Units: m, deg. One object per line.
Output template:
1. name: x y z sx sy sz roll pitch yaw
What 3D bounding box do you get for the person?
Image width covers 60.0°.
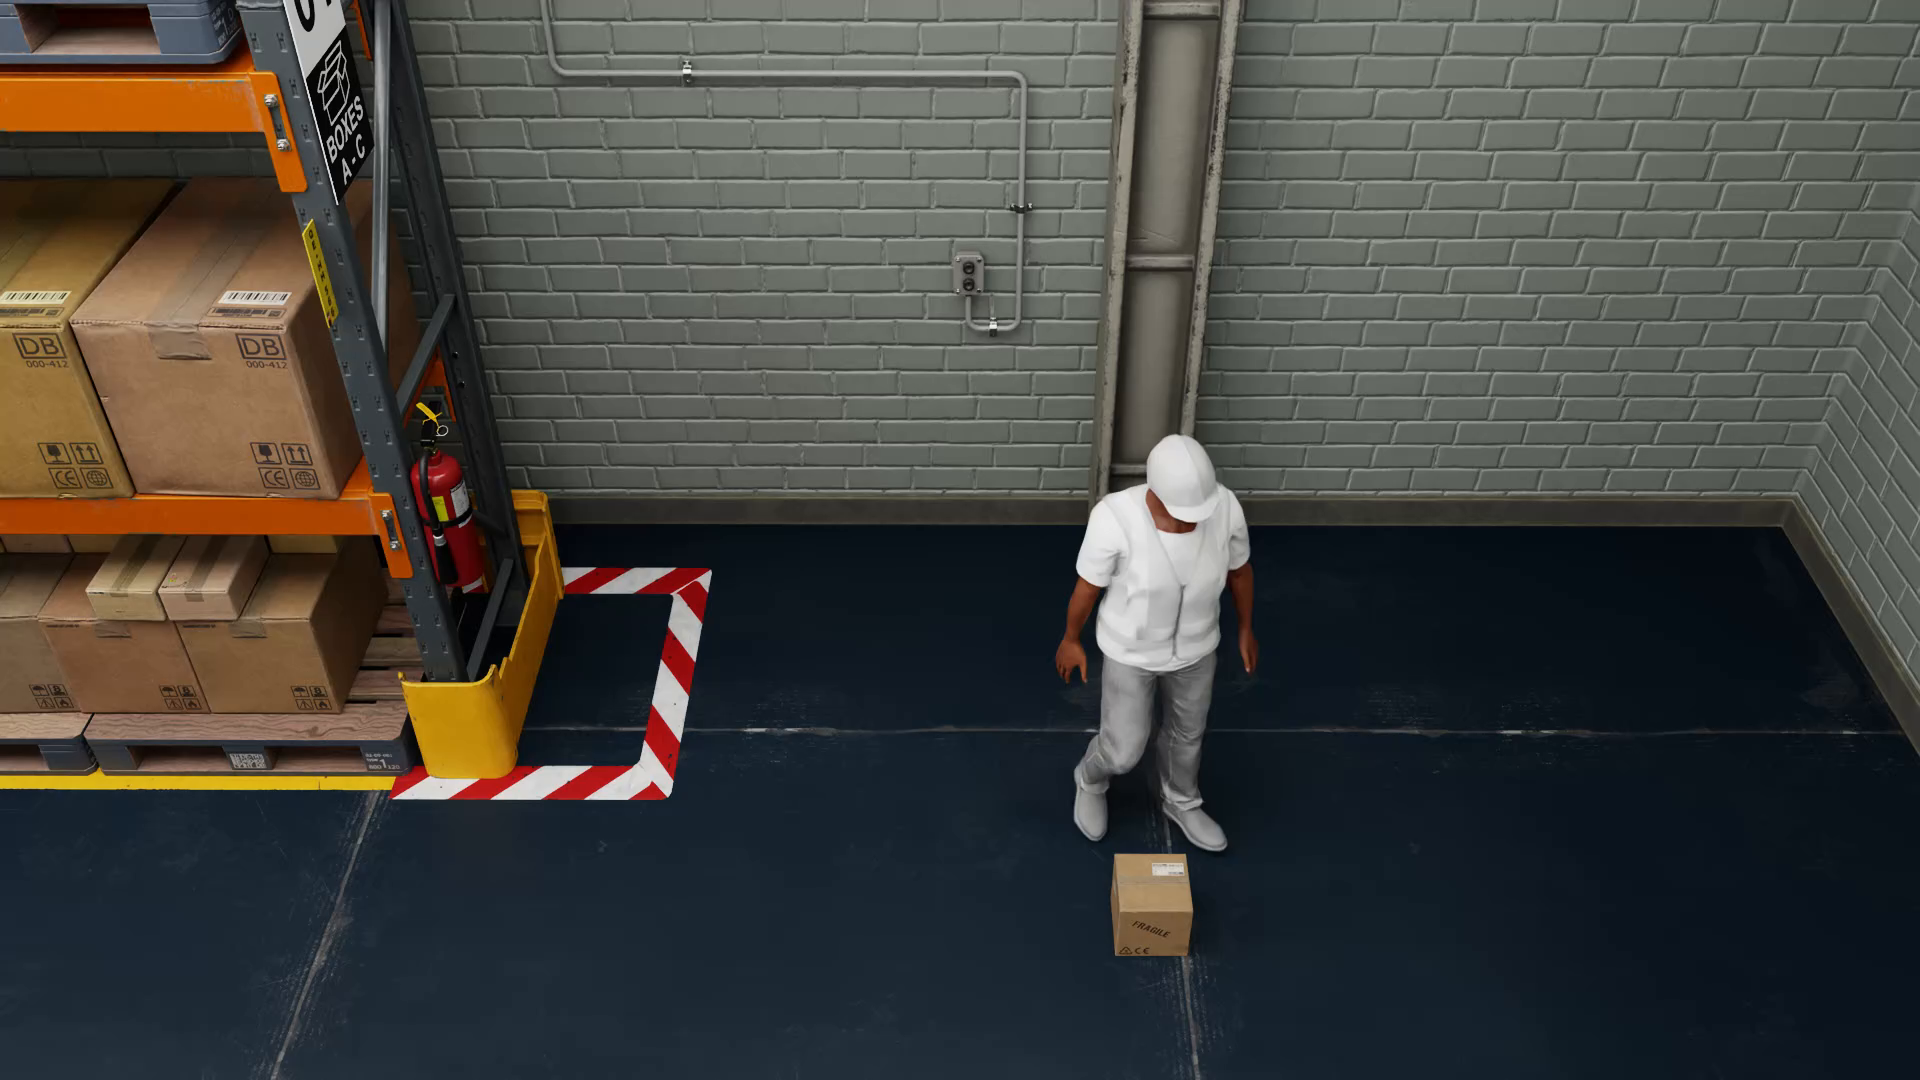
1. person: 0.696 0.083 5.446 0.696 1.059 0.375 -11 41 -13
